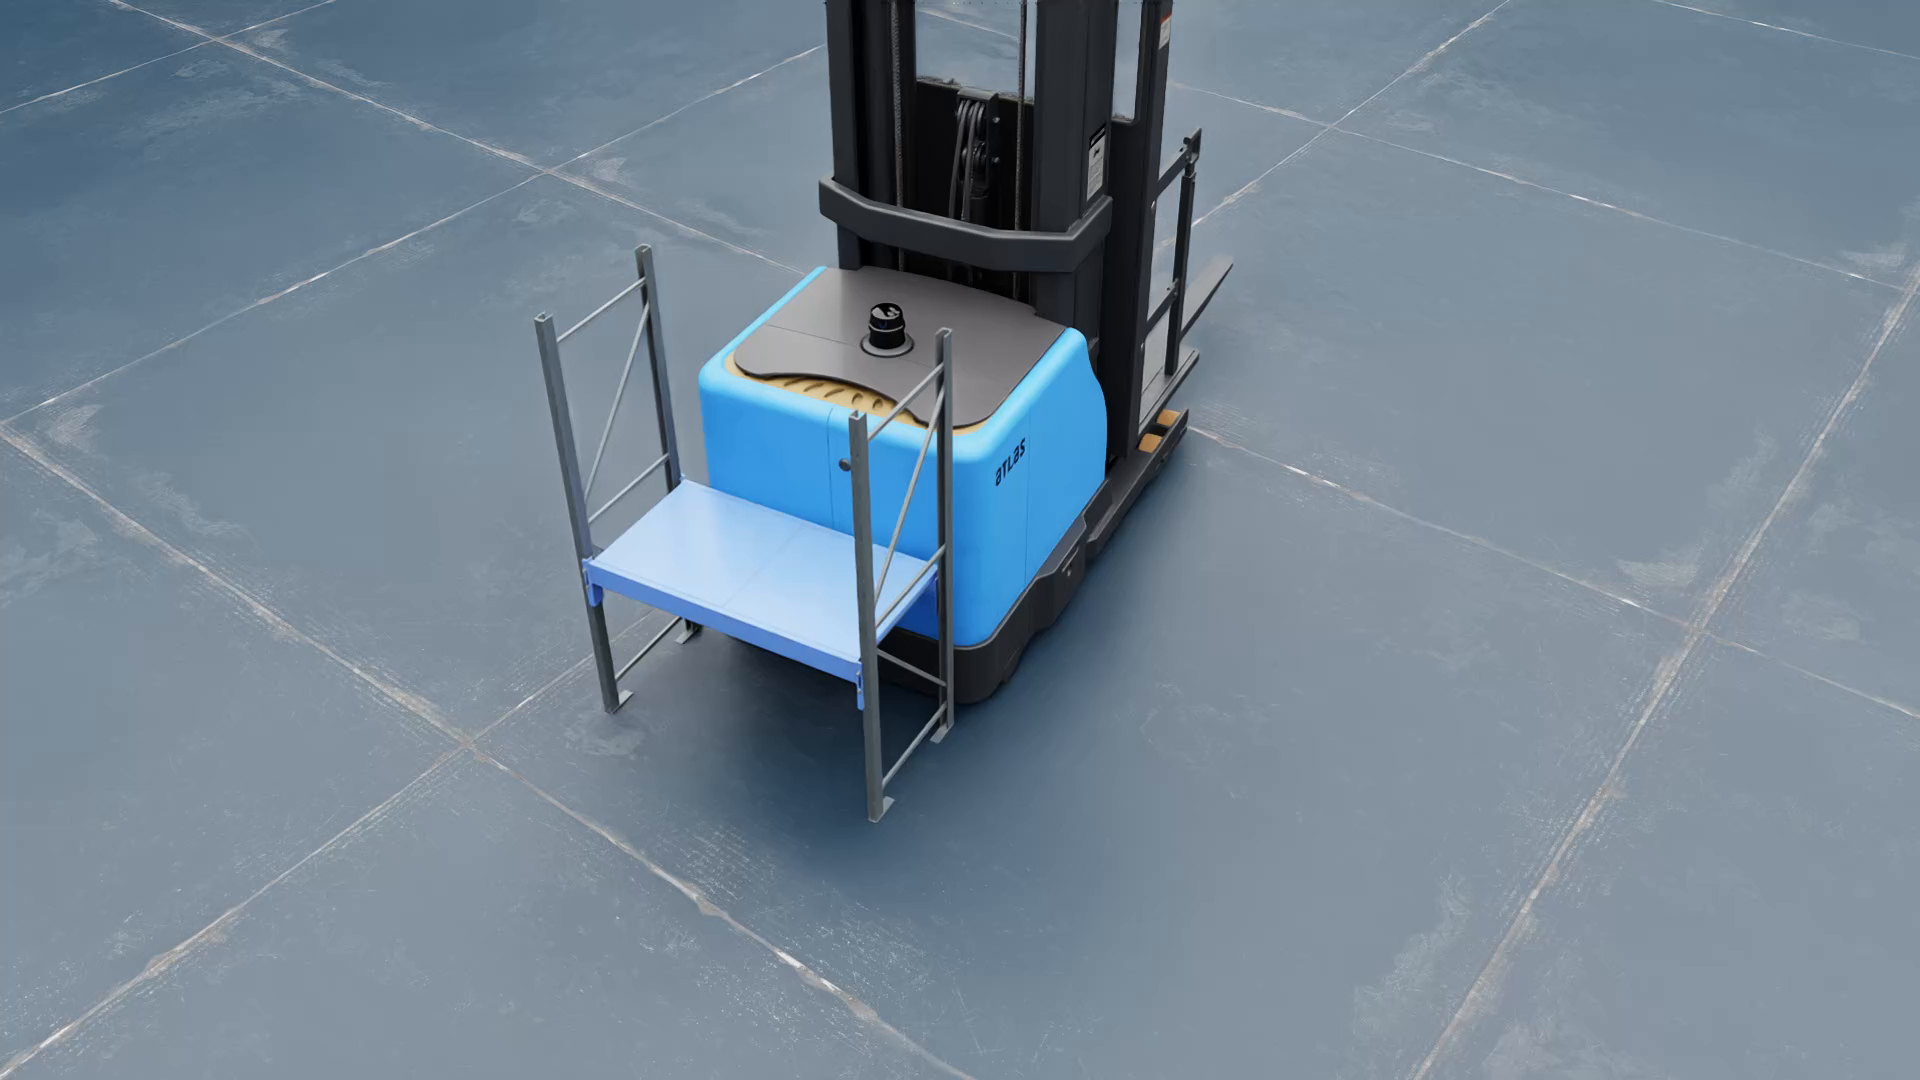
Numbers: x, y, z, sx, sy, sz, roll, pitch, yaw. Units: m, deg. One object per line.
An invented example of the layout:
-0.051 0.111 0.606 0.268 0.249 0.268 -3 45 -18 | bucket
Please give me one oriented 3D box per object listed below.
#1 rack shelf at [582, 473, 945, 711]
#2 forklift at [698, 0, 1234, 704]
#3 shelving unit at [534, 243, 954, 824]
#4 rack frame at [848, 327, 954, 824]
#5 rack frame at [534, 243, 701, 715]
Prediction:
-0.599 0.139 5.147 1.000 0.185 0.538 18 42 22 | rack shelf
0.266 -1.518 5.811 1.130 2.935 3.031 17 41 20 | forklift
-0.599 -0.002 5.036 1.048 1.500 0.538 18 42 22 | shelving unit
-0.152 0.147 4.846 0.032 1.500 0.500 18 42 22 | rack frame
-1.047 -0.151 5.227 0.032 1.500 0.500 18 42 22 | rack frame
